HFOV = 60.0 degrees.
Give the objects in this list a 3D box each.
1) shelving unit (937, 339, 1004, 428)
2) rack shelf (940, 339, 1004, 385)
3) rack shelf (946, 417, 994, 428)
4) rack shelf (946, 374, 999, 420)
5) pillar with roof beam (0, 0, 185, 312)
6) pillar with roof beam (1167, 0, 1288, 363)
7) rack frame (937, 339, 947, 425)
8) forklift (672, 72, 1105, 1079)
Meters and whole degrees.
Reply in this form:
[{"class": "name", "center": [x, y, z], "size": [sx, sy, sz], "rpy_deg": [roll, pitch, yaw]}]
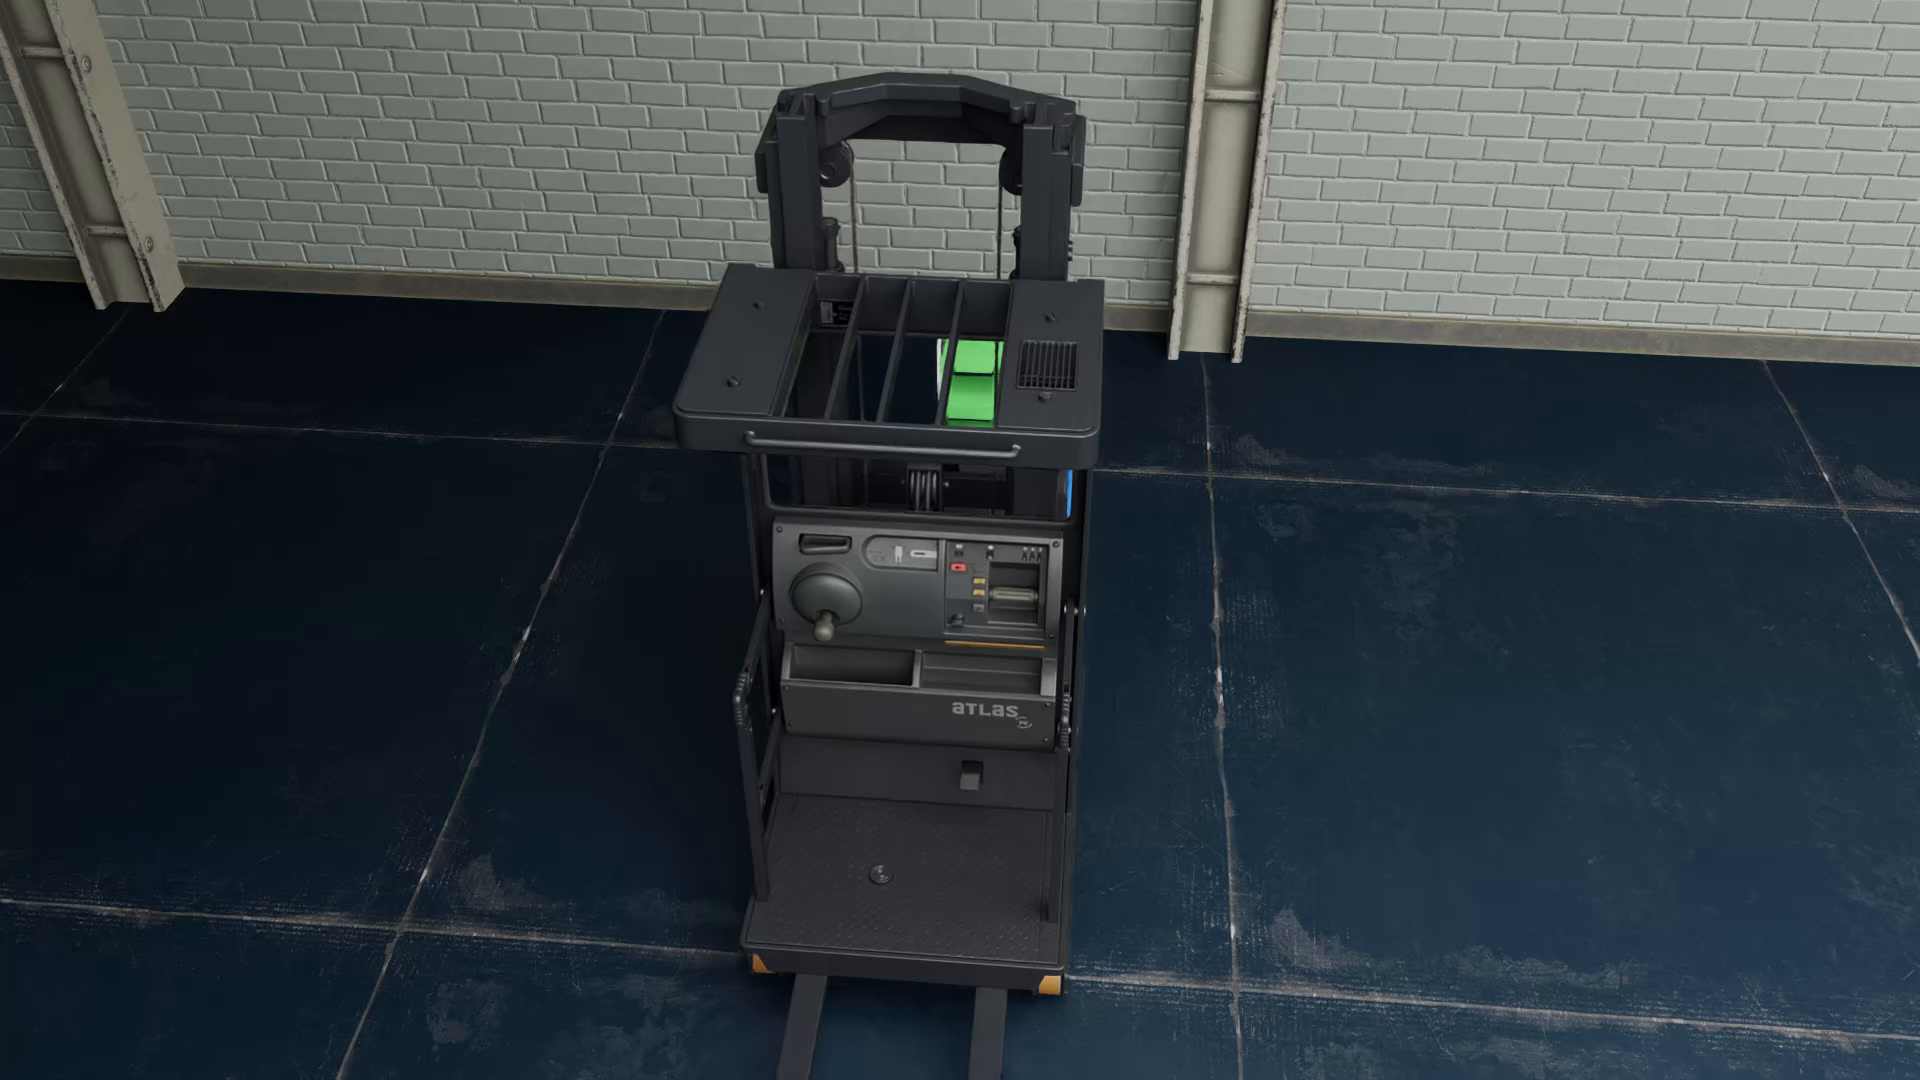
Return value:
[{"class": "shelving unit", "center": [0.165, -0.456, 7.360], "size": [0.503, 1.200, 0.258], "rpy_deg": [3, 39, 4]}, {"class": "rack shelf", "center": [0.165, -0.779, 7.097], "size": [0.480, 0.148, 0.258], "rpy_deg": [3, 39, 4]}, {"class": "rack shelf", "center": [0.165, -0.407, 7.400], "size": [0.480, 0.148, 0.258], "rpy_deg": [3, 39, 4]}, {"class": "rack shelf", "center": [0.165, -0.593, 7.249], "size": [0.480, 0.148, 0.258], "rpy_deg": [3, 39, 4]}, {"class": "pillar with roof beam", "center": [-5.023, -2.168, 3.285], "size": [0.400, 9.000, 9.100], "rpy_deg": [3, 39, 4]}, {"class": "pillar with roof beam", "center": [0.955, -1.841, 2.884], "size": [0.400, 9.000, 9.100], "rpy_deg": [3, 39, 4]}, {"class": "rack frame", "center": [-0.078, -0.470, 7.376], "size": [0.015, 1.200, 0.240], "rpy_deg": [3, 39, 4]}, {"class": "forklift", "center": [-0.155, 0.221, 5.157], "size": [1.130, 2.935, 3.031], "rpy_deg": [3, 39, 4]}]
